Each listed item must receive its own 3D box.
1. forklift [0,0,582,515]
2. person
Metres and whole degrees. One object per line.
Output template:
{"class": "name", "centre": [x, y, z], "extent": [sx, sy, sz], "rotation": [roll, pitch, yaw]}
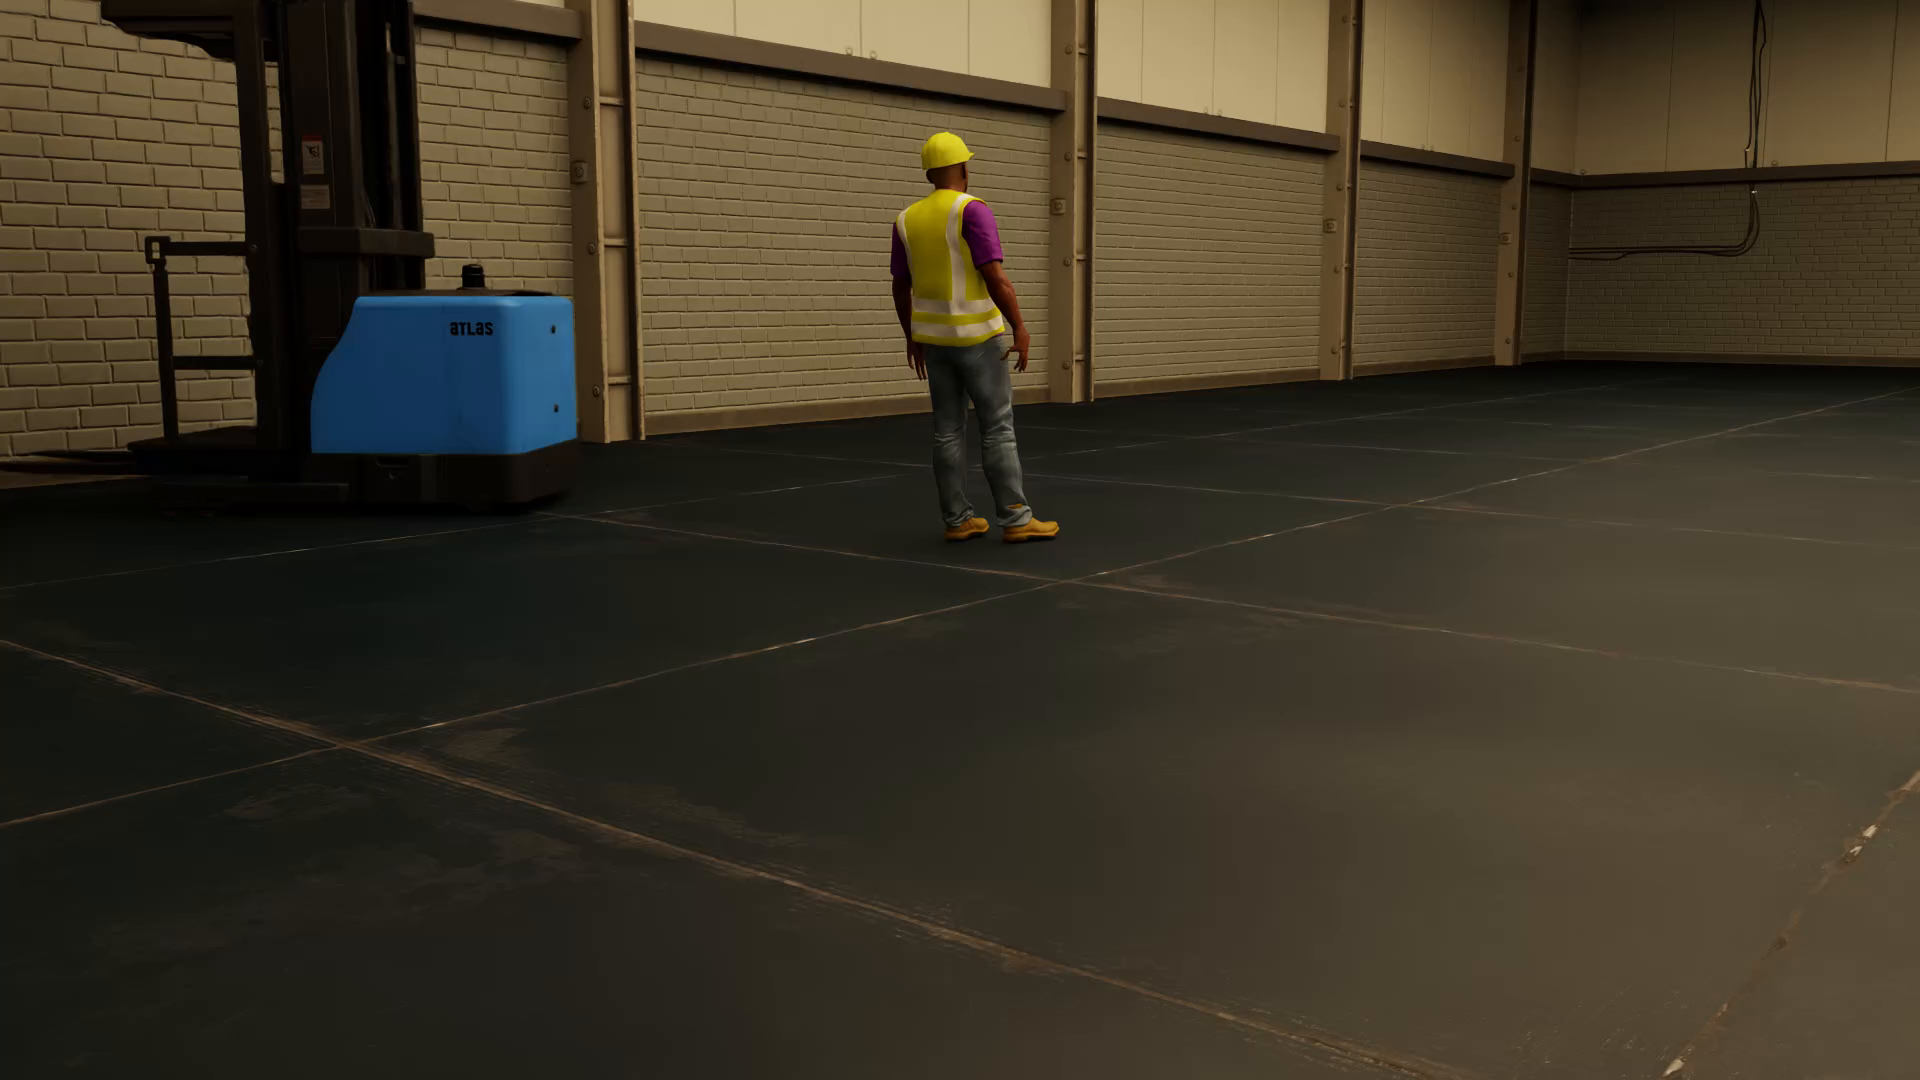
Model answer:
{"class": "forklift", "centre": [-3.604, -1.648, 8.543], "extent": [3.031, 2.935, 1.130], "rotation": [1, 8, 4]}
{"class": "person", "centre": [0.049, -0.888, 7.325], "extent": [0.665, 1.765, 0.577], "rotation": [7, 11, 38]}
